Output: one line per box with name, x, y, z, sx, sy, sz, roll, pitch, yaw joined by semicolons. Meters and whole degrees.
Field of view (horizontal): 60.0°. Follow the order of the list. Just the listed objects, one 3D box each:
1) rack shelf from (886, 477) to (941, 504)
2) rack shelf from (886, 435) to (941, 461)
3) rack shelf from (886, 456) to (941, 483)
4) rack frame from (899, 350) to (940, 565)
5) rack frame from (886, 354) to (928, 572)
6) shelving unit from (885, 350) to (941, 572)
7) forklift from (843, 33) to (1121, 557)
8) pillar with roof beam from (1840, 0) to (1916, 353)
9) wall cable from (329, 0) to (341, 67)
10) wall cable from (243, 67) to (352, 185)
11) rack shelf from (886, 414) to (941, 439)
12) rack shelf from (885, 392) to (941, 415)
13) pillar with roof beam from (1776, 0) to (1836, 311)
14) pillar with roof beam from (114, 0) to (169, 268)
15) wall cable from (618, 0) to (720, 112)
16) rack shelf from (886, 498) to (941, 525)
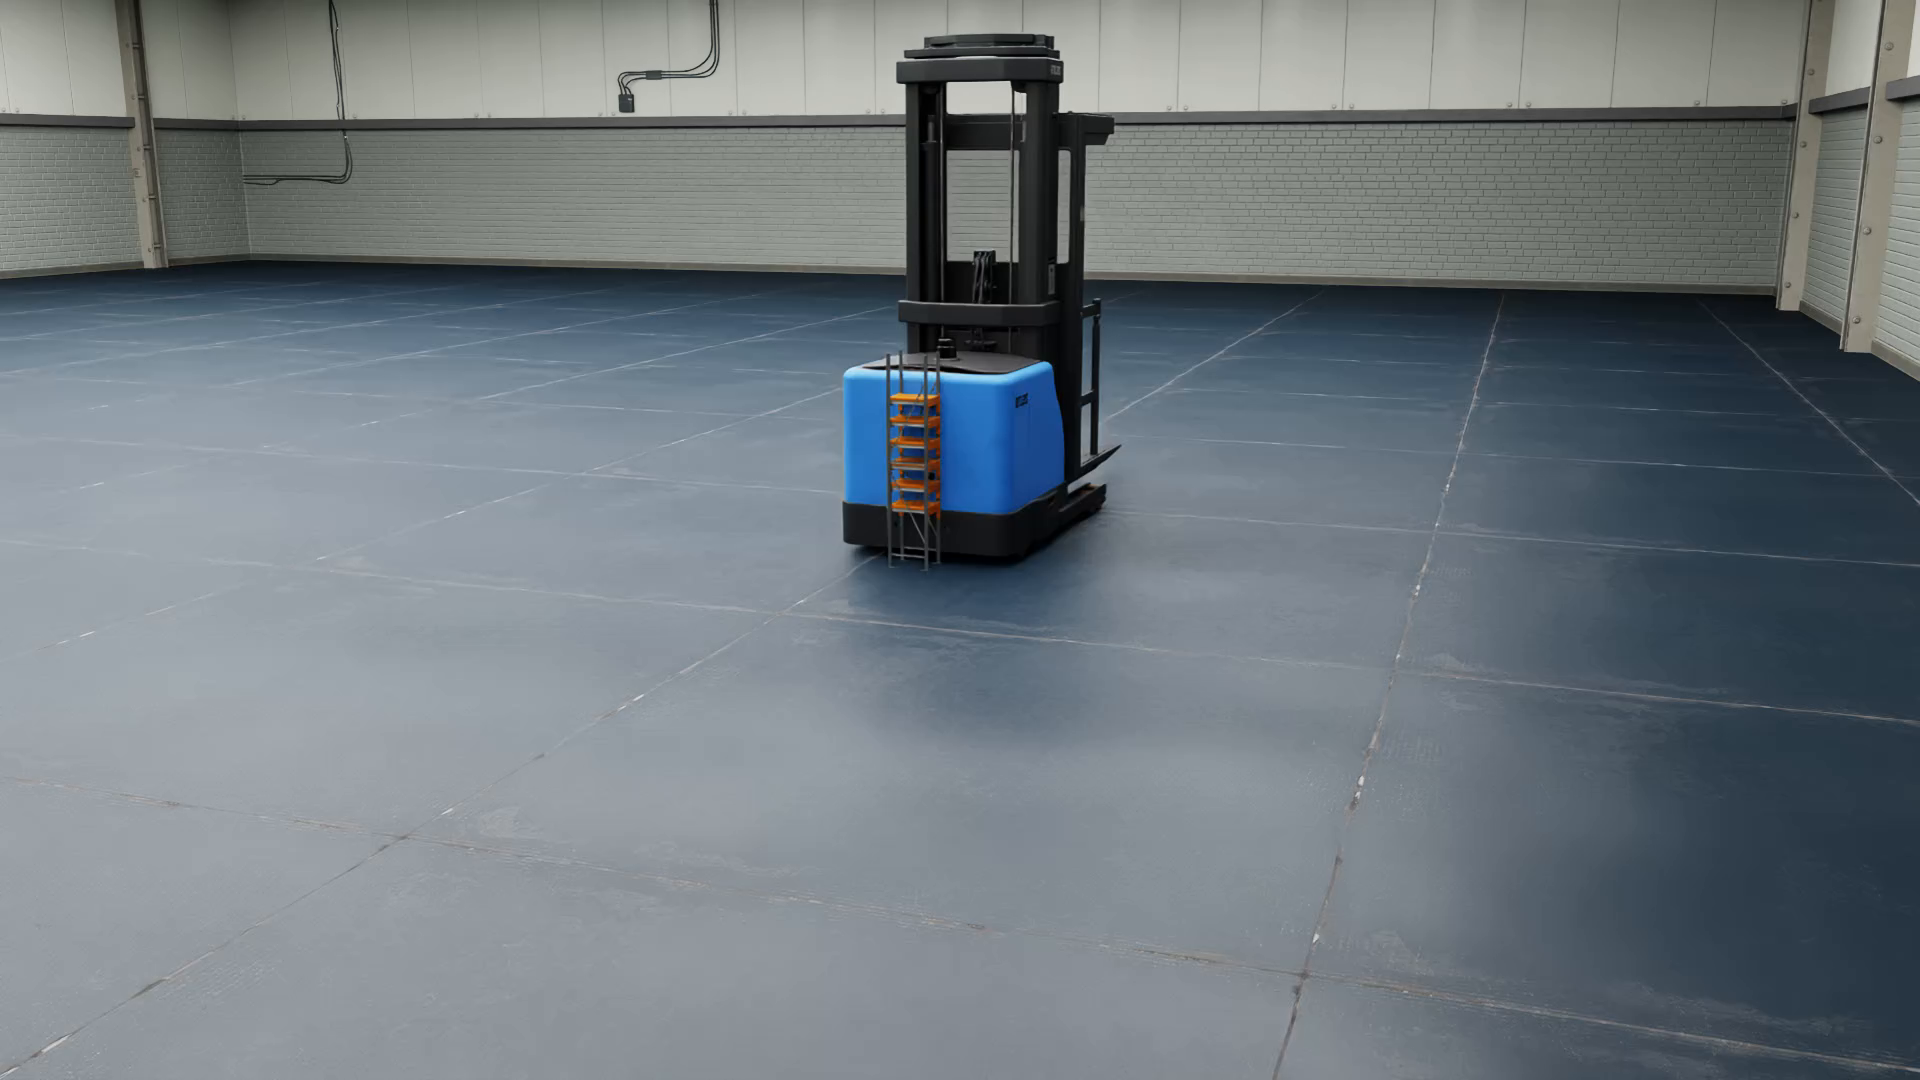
rack shelf;-0.256;-0.276;9.240;0.258;0.103;0.180;5;14;20
rack shelf;-0.256;-0.510;9.186;0.258;0.103;0.180;5;14;20
rack shelf;-0.256;-0.393;9.213;0.258;0.103;0.180;5;14;20
rack frame;-0.224;-0.455;9.287;0.240;1.200;0.006;5;14;20
rack frame;-0.288;-0.417;9.120;0.240;1.200;0.006;5;14;20
shelving unit;-0.256;-0.436;9.203;0.258;1.200;0.189;5;14;20
forklift;0.315;-1.616;10.481;1.130;2.935;3.031;5;14;20
pillar with roof beam;6.673;-6.966;20.286;9.100;9.000;0.400;4;14;18
wall cable;-12.353;-11.466;35.631;3.097;2.526;0.112;4;14;18
wall cable;-14.913;-9.199;37.046;3.097;2.526;0.112;4;14;18
rack shelf;-0.256;-0.627;9.160;0.258;0.103;0.180;5;14;20
rack shelf;-0.256;-0.744;9.133;0.258;0.103;0.180;5;14;20
pillar with roof beam;8.614;-8.230;25.821;9.100;9.000;0.400;4;14;18
pillar with roof beam;-13.044;-9.878;33.042;9.100;9.000;0.400;4;14;18
wall cable;-5.936;-11.684;33.313;2.305;6.003;0.169;4;14;18
rack shelf;-0.256;-0.159;9.267;0.258;0.103;0.180;5;14;20
